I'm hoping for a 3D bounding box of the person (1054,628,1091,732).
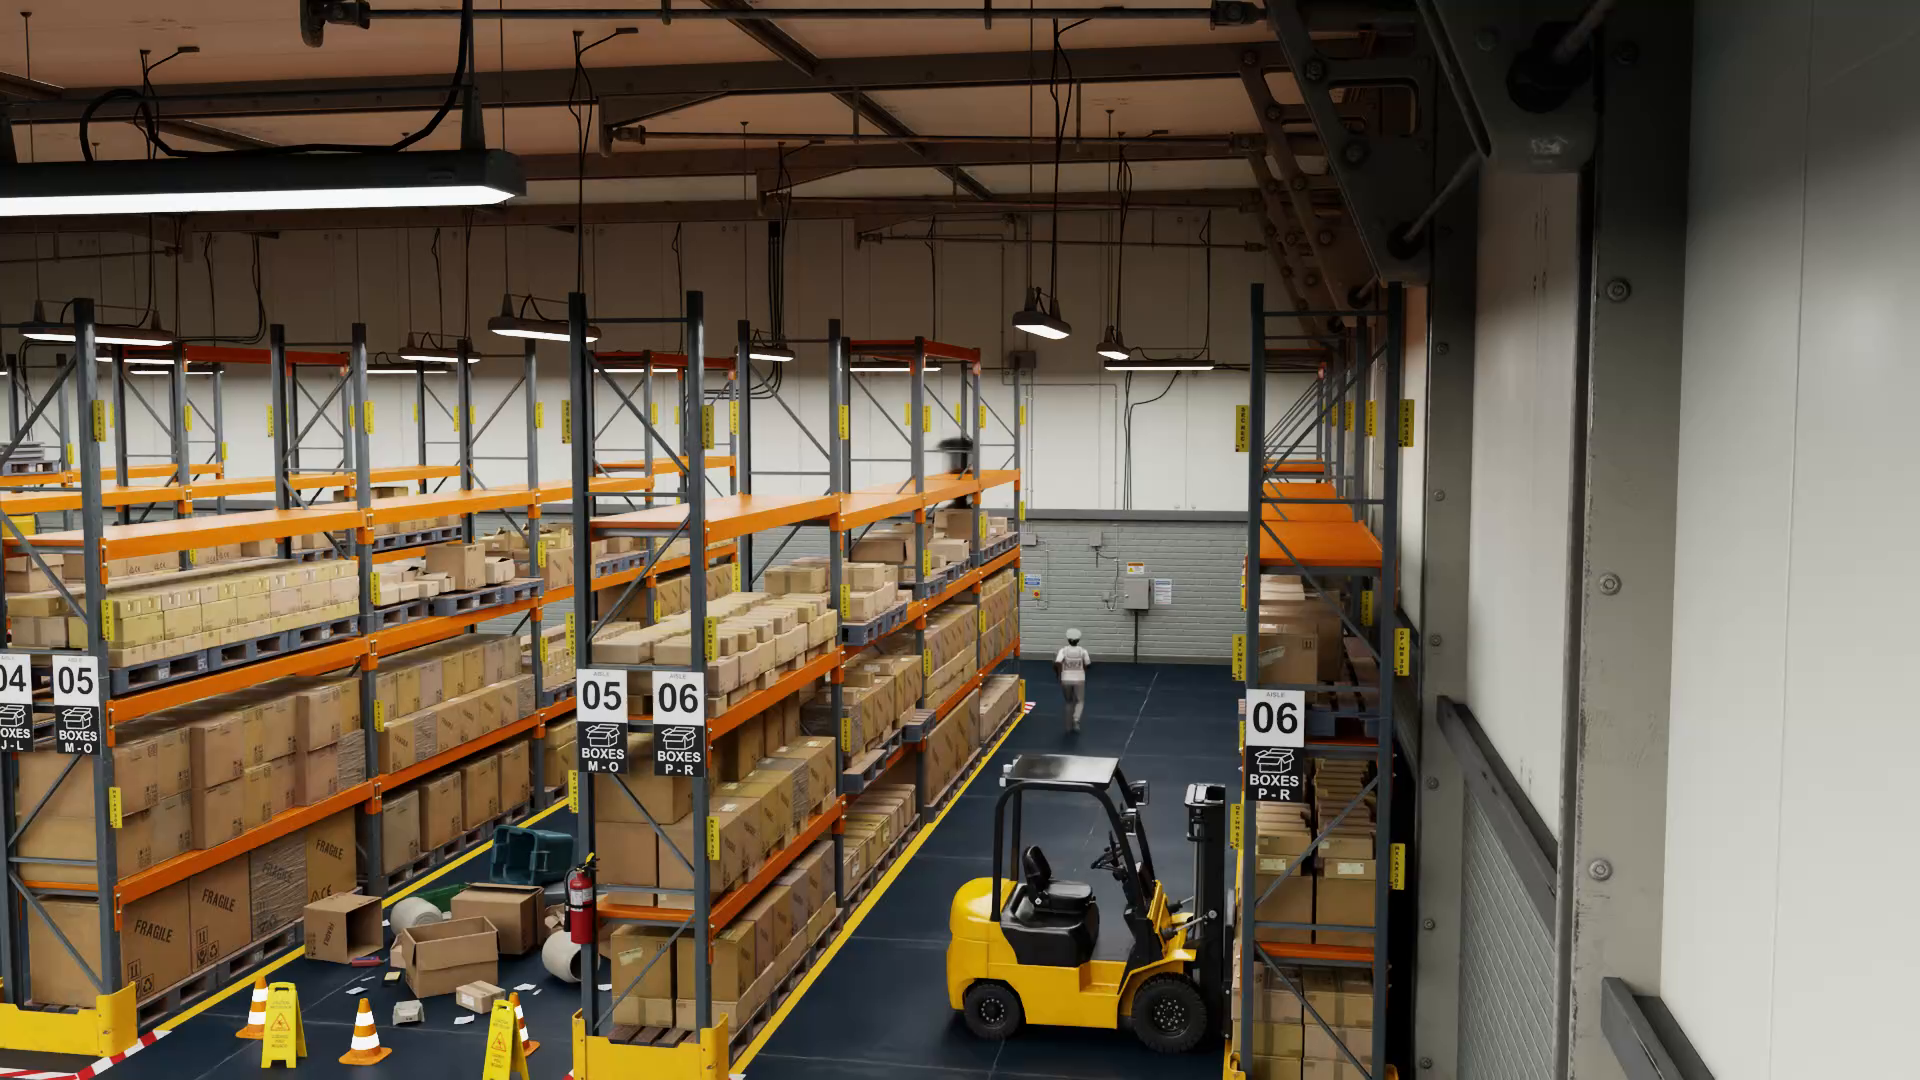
[{"bbox_3d":[1.771,2.224,26.128,0.580,1.657,0.866,1,5,7],"label":"person"}]
